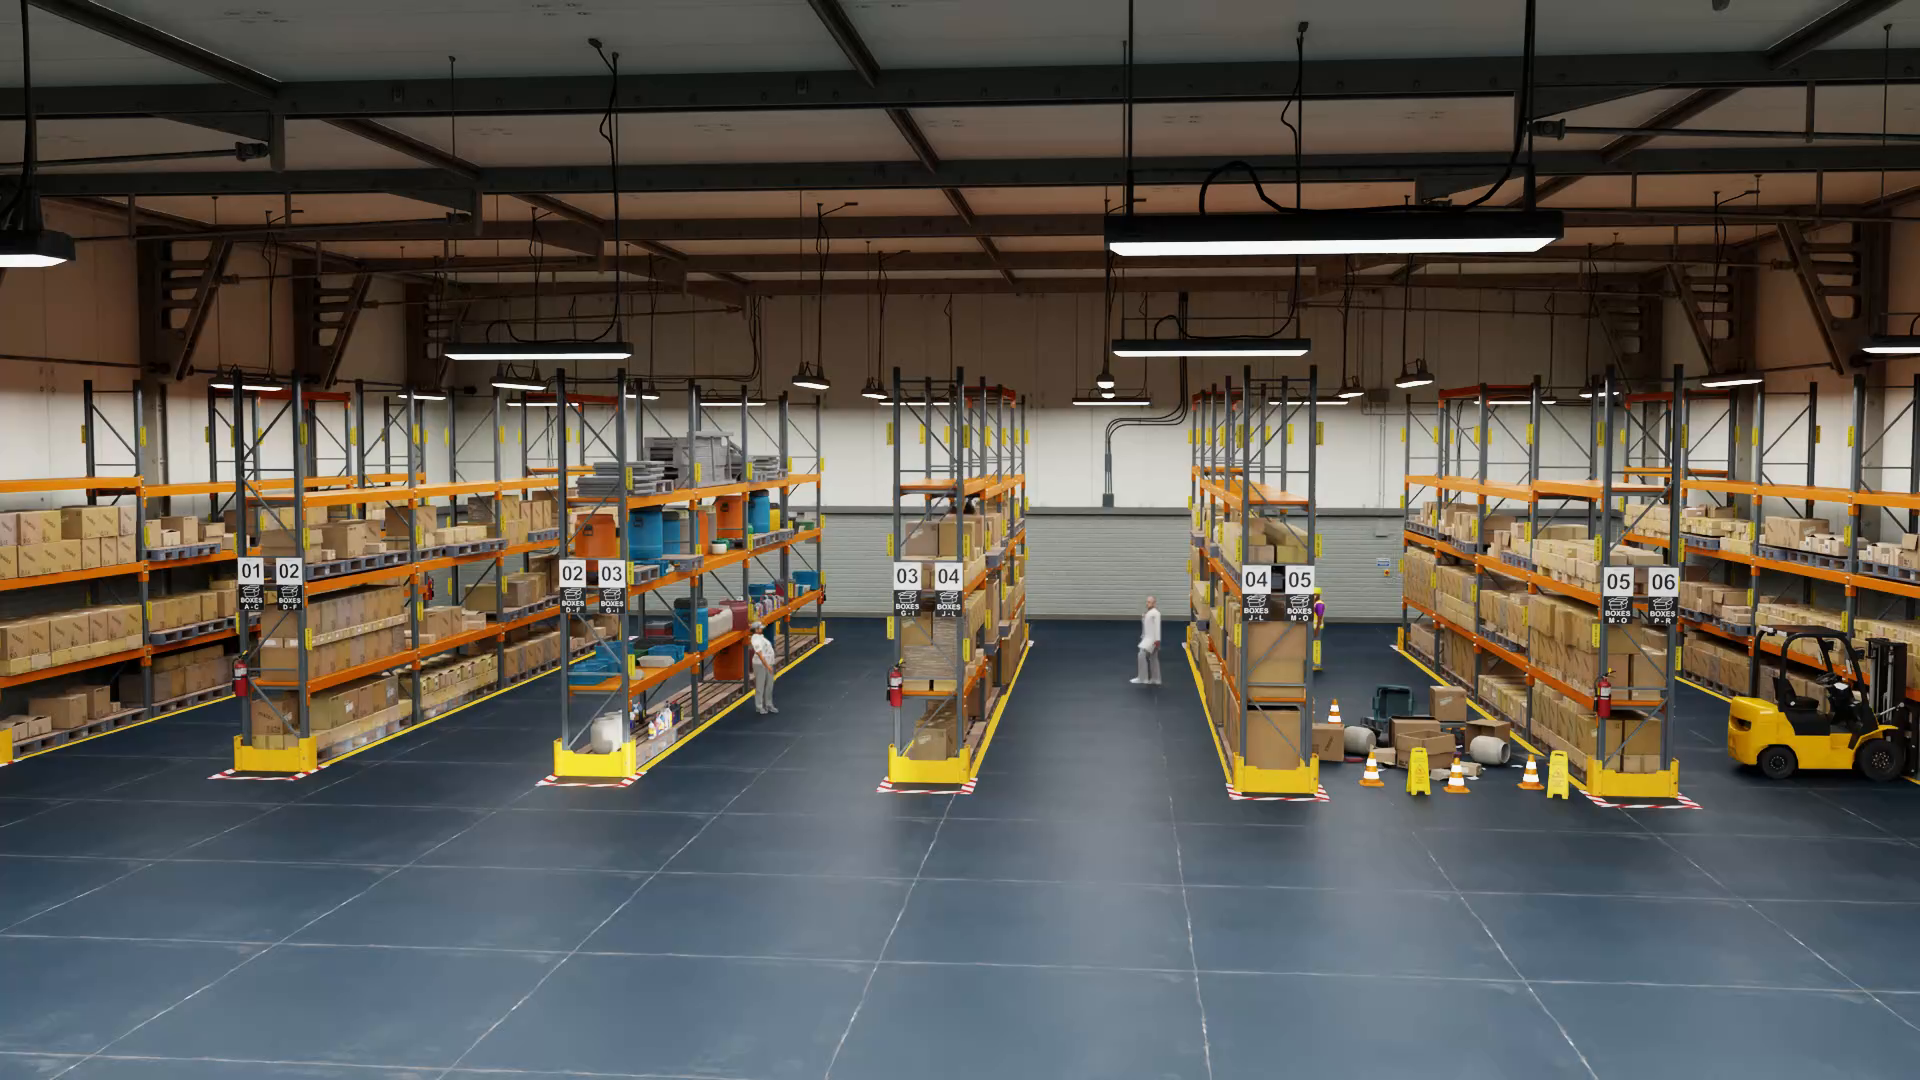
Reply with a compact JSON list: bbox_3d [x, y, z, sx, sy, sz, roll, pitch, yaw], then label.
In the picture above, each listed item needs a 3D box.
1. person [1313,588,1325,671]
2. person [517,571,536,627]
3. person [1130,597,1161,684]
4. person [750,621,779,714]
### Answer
[{"bbox_3d":[7.626,1.904,35.615,0.373,1.765,0.634,1,4,14],"label":"person"},{"bbox_3d":[-10.875,1.585,41.397,0.941,1.571,0.512,0,4,-2],"label":"person"},{"bbox_3d":[3.737,2.028,33.525,0.661,1.770,0.609,0,4,-1],"label":"person"},{"bbox_3d":[-3.526,2.303,30.095,0.554,1.680,0.572,2,4,25],"label":"person"}]
